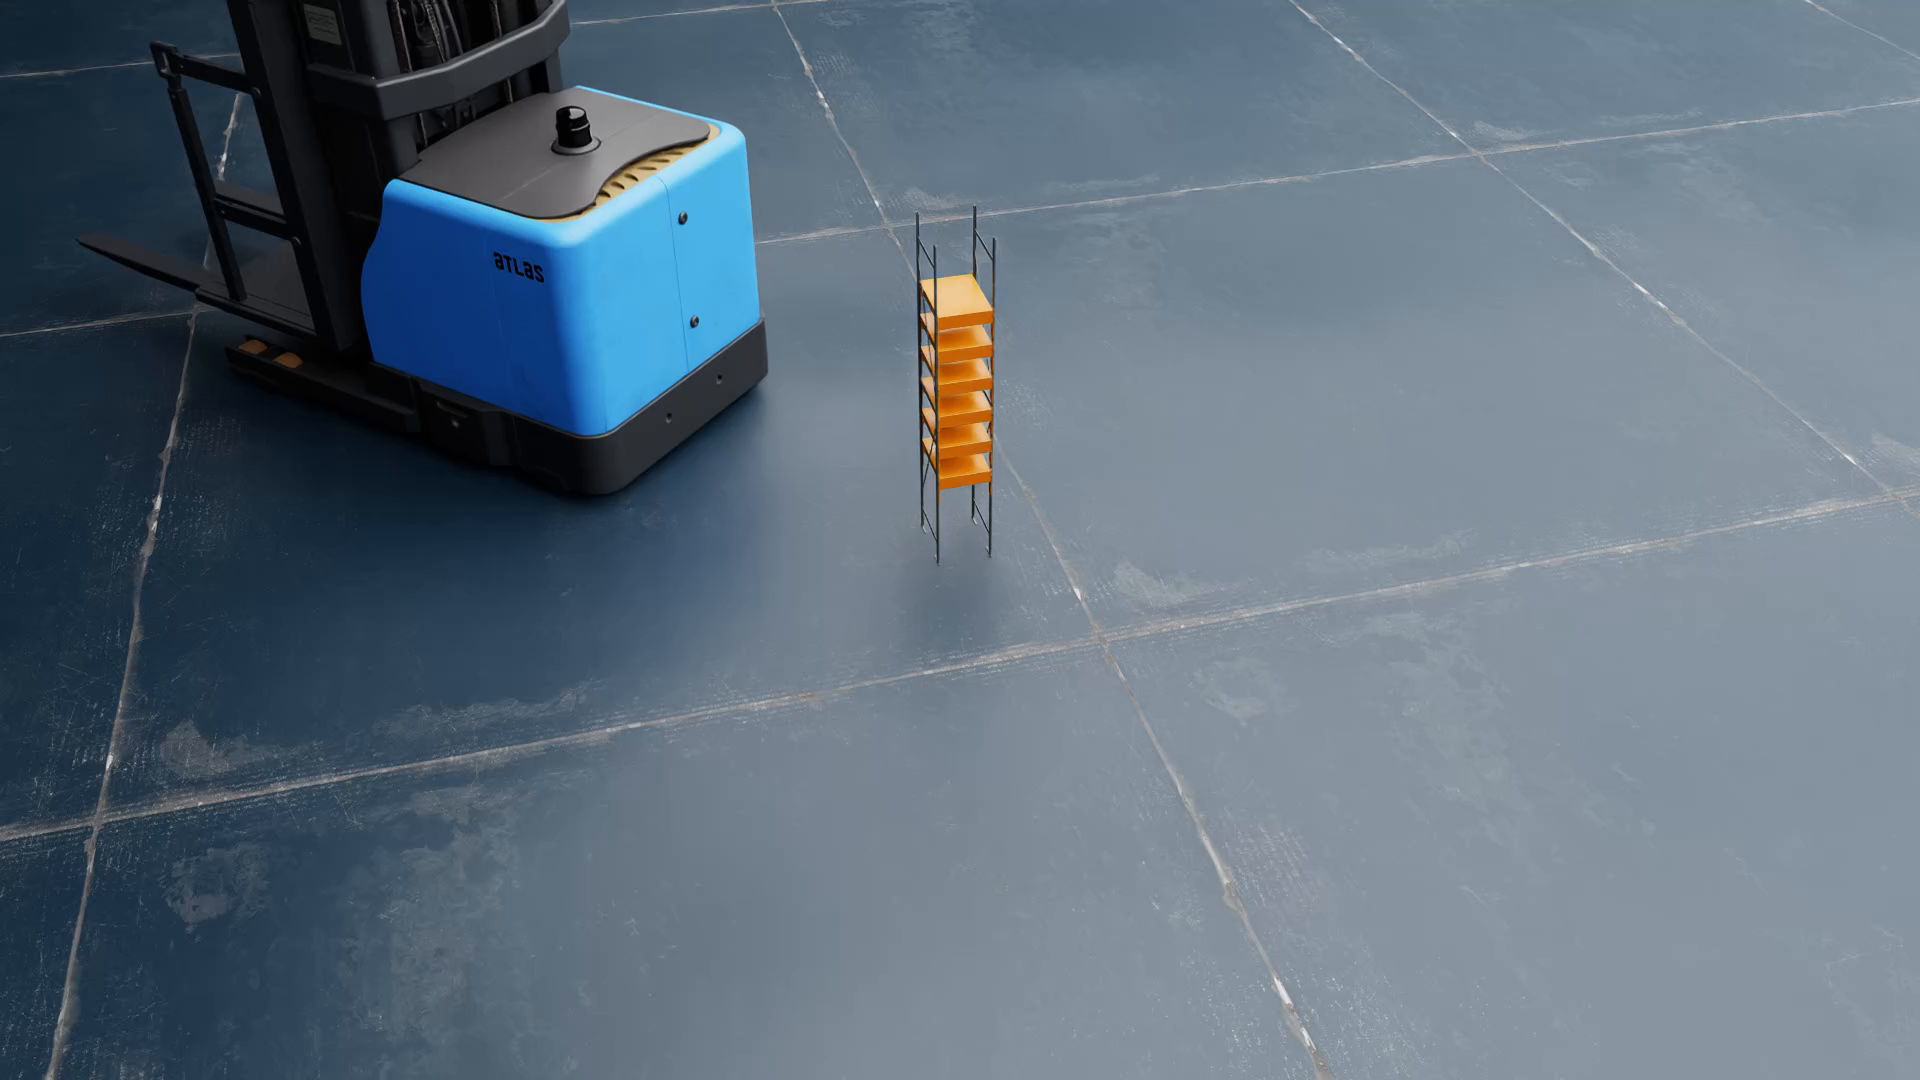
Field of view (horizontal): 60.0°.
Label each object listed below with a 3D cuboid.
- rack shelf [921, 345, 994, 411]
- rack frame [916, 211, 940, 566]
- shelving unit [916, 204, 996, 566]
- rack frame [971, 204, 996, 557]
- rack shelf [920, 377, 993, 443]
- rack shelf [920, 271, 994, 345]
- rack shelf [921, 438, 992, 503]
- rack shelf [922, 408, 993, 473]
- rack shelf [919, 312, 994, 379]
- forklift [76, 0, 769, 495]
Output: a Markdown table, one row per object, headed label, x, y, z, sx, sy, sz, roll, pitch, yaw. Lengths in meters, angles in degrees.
| label | x | y | z | sx | sy | sz | roll | pitch | yaw |
| --- | --- | --- | --- | --- | --- | --- | --- | --- | --- |
| rack shelf | -0.014 | -0.534 | 5.337 | 0.180 | 0.103 | 0.258 | -9 | 38 | -12 |
| rack frame | -0.102 | -0.460 | 5.364 | 0.006 | 1.200 | 0.240 | -9 | 38 | -12 |
| shelving unit | -0.014 | -0.474 | 5.382 | 0.189 | 1.200 | 0.258 | -9 | 38 | -12 |
| rack frame | 0.074 | -0.489 | 5.401 | 0.006 | 1.200 | 0.240 | -9 | 38 | -12 |
| rack shelf | -0.014 | -0.439 | 5.409 | 0.180 | 0.103 | 0.258 | -9 | 38 | -12 |
| rack shelf | -0.014 | -0.725 | 5.191 | 0.180 | 0.103 | 0.258 | -9 | 38 | -12 |
| rack shelf | -0.014 | -0.248 | 5.555 | 0.180 | 0.103 | 0.258 | -9 | 38 | -12 |
| rack shelf | -0.014 | -0.344 | 5.482 | 0.180 | 0.103 | 0.258 | -9 | 38 | -12 |
| rack shelf | -0.014 | -0.630 | 5.264 | 0.180 | 0.103 | 0.258 | -9 | 38 | -12 |
| forklift | -2.281 | -1.980 | 5.926 | 3.031 | 2.935 | 1.130 | 20 | 42 | 24 |
